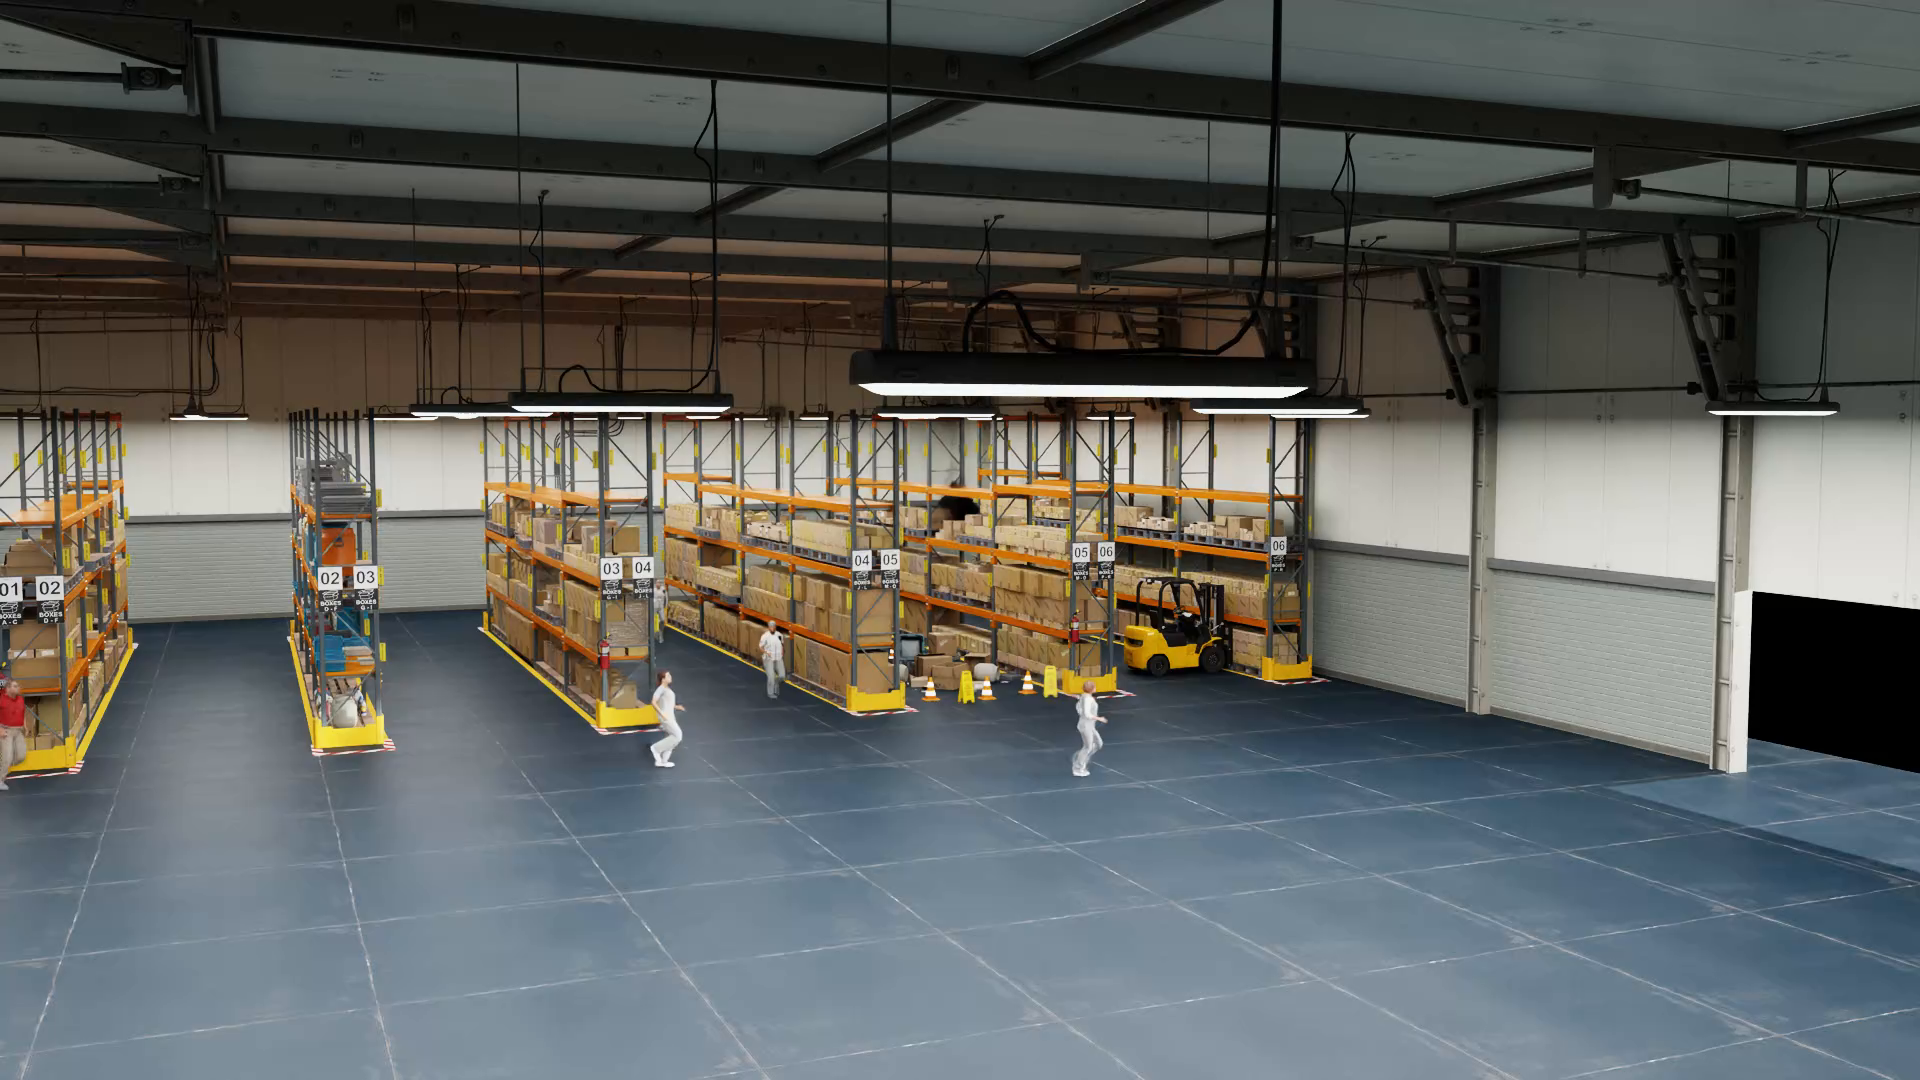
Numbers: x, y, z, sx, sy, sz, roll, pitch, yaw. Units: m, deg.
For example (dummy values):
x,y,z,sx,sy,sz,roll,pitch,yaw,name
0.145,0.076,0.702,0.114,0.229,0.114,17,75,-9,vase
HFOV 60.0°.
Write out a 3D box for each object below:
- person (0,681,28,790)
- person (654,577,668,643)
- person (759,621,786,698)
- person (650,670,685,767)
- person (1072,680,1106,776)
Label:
x,y,z,sx,sy,sz,roll,pitch,yaw,name
-15.014,3.070,26.267,0.524,1.684,0.709,1,4,19,person
-7.965,1.824,43.781,0.638,1.730,0.834,-2,5,-29,person
-3.875,2.488,34.570,0.563,1.622,0.500,-2,4,-27,person
-4.865,2.979,27.694,0.557,1.607,0.559,0,4,2,person
2.101,3.045,26.952,0.569,1.565,0.529,0,4,5,person
